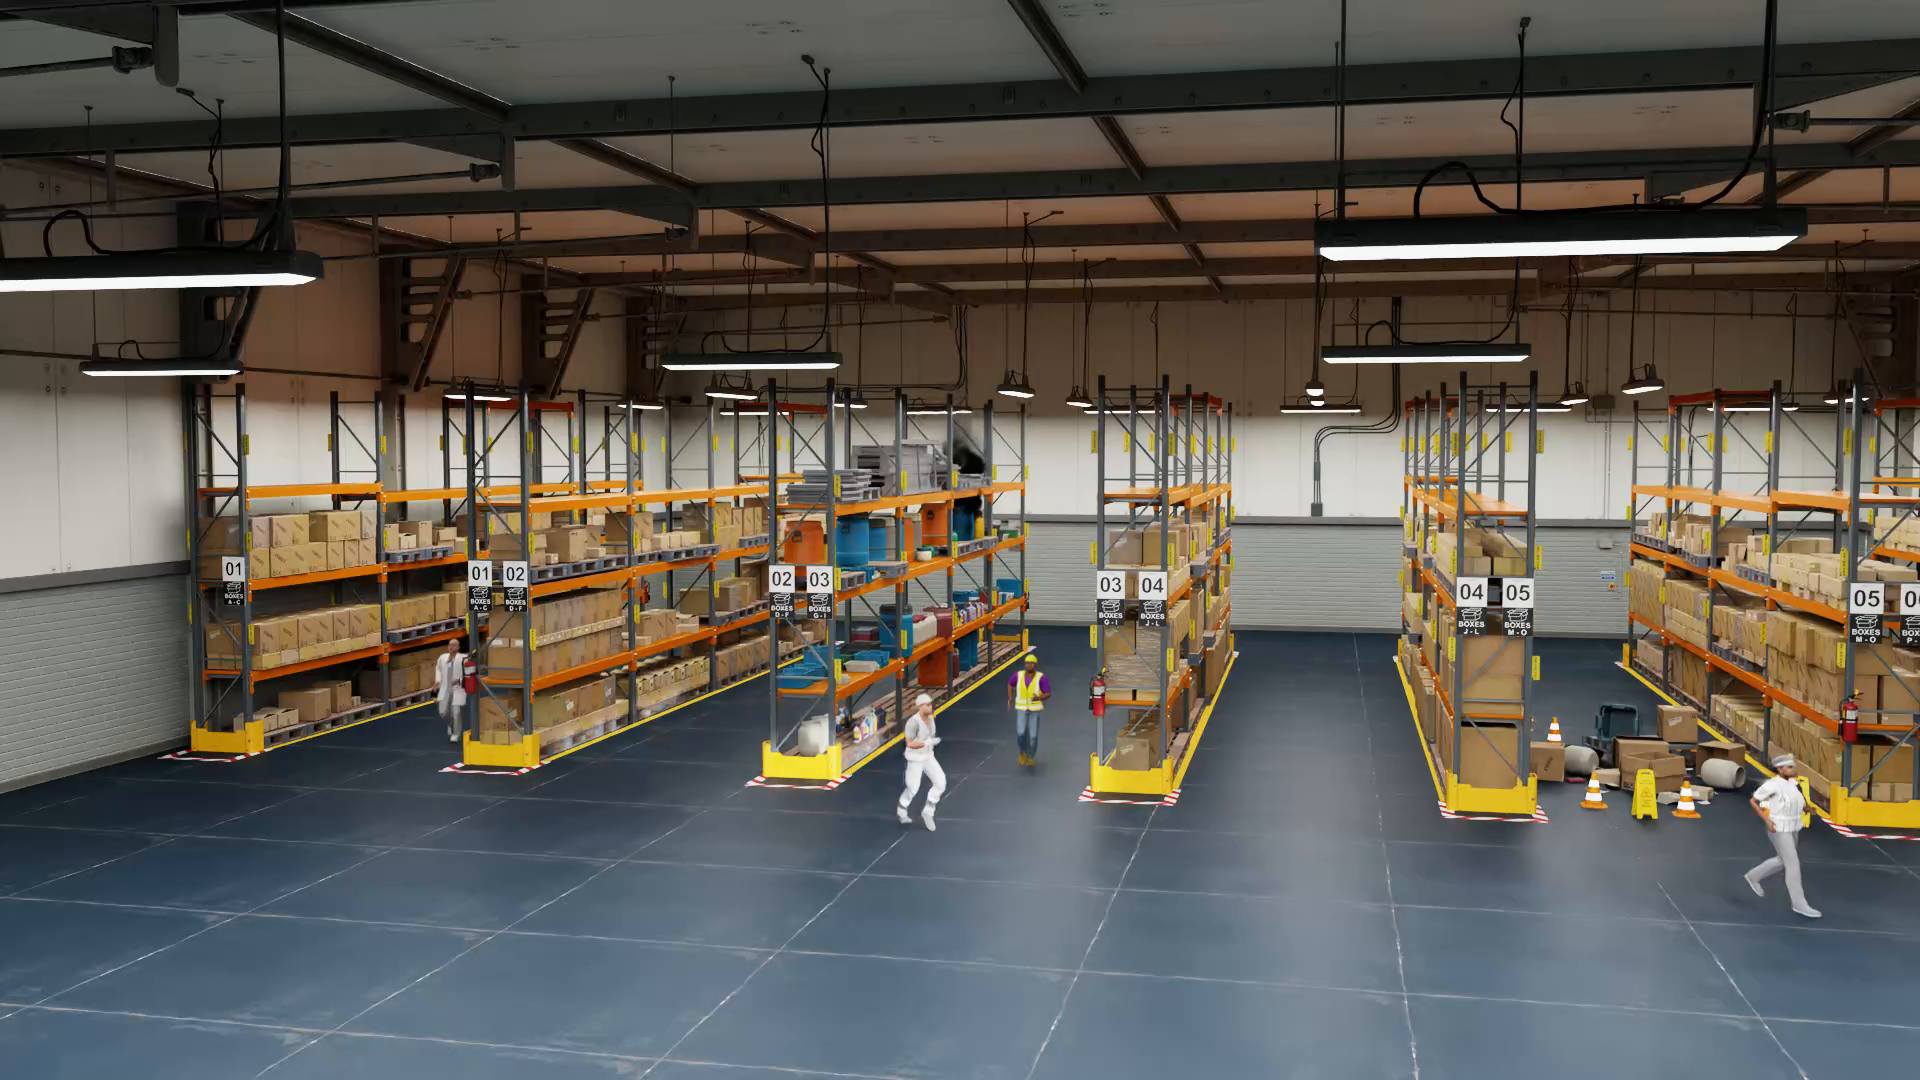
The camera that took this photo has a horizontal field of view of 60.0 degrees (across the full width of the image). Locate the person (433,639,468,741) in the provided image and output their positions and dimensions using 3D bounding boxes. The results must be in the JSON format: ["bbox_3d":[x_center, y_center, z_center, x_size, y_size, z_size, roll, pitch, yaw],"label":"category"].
[{"bbox_3d":[-8.550,2.534,27.990,0.704,1.732,0.628,0,3,2],"label":"person"}]

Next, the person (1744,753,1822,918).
[{"bbox_3d":[8.832,3.114,17.853,0.579,1.678,0.941,-2,4,-32],"label":"person"}]

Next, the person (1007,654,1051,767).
[{"bbox_3d":[1.060,2.648,25.806,0.695,1.747,0.666,0,3,7],"label":"person"}]

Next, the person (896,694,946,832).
[{"bbox_3d":[-0.515,2.875,21.596,0.839,1.787,0.693,3,4,40],"label":"person"}]
